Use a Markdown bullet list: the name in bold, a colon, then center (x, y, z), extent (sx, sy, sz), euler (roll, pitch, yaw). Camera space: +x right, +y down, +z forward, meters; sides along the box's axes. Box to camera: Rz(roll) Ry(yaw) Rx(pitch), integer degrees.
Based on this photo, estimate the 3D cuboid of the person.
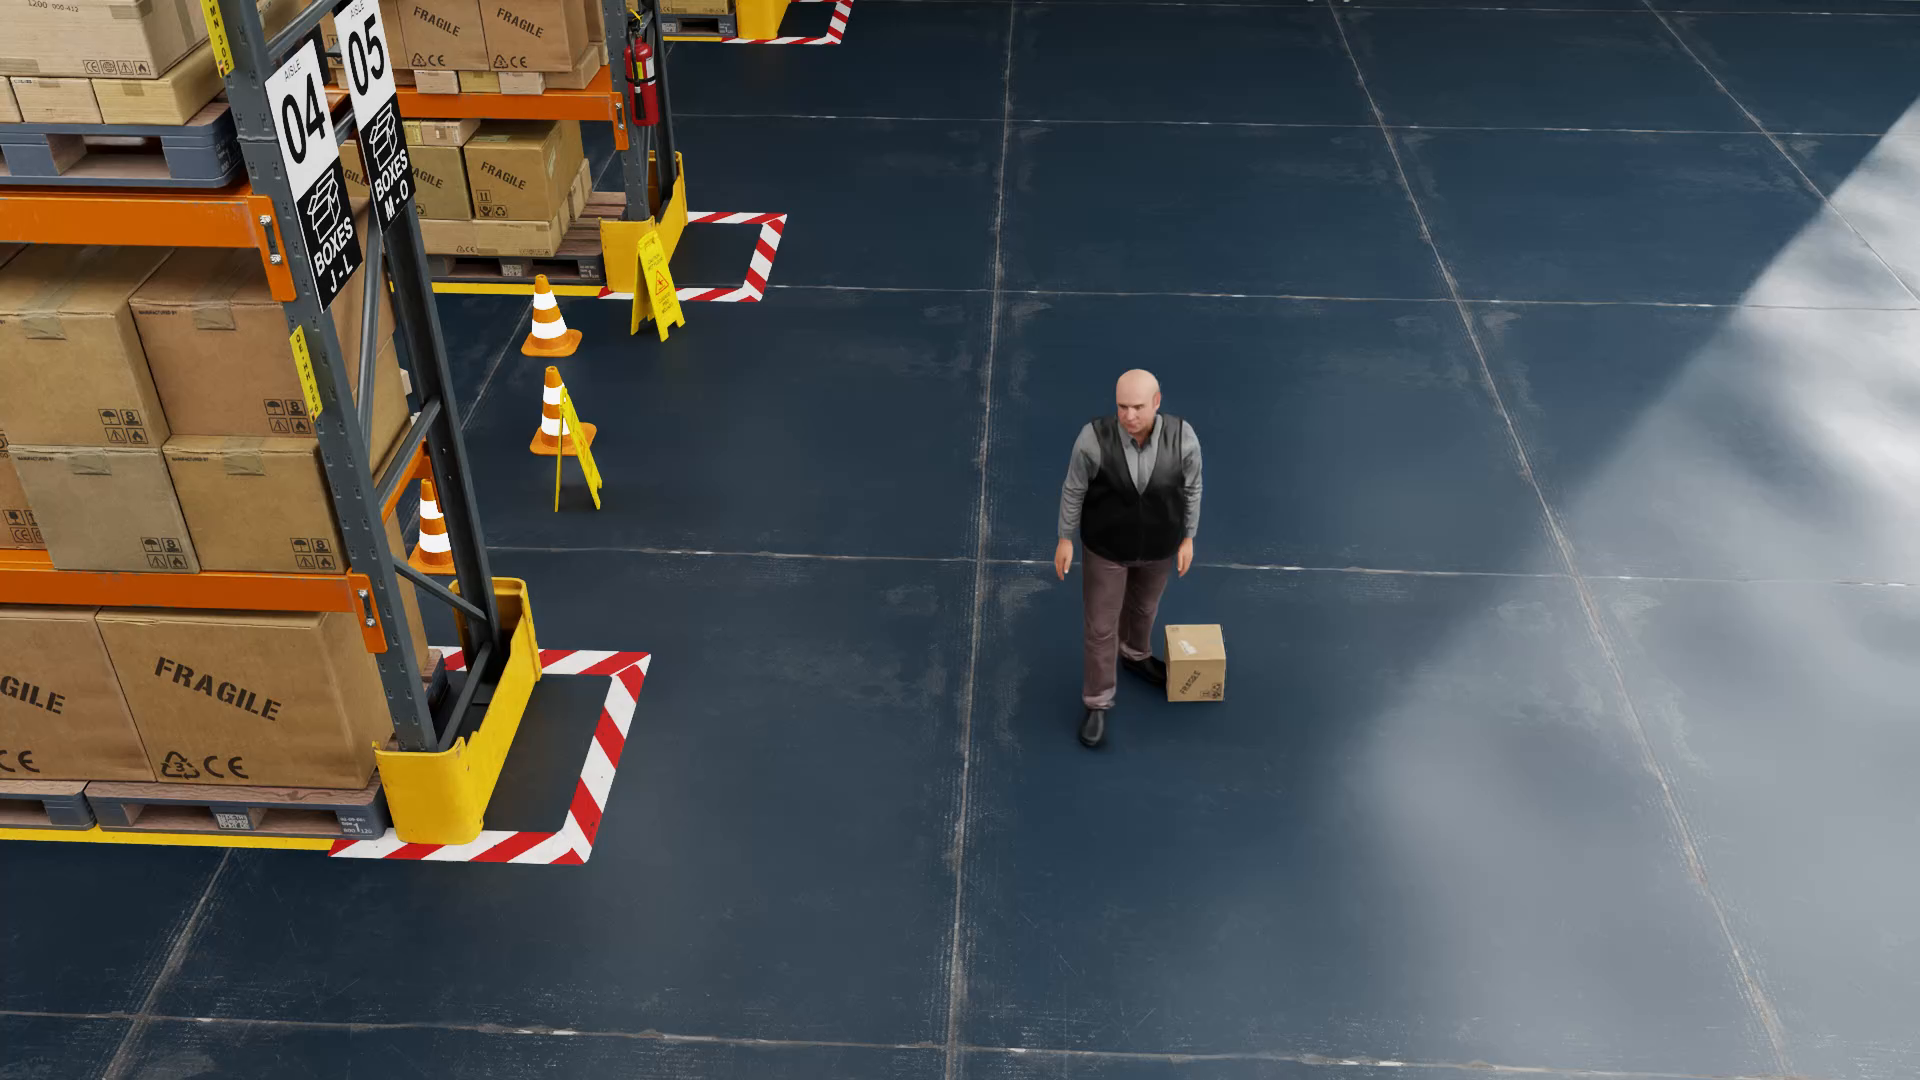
- **person**: center (0.715, 0.045, 7.068), extent (0.613, 1.723, 0.629), euler (-4, 36, -6)
